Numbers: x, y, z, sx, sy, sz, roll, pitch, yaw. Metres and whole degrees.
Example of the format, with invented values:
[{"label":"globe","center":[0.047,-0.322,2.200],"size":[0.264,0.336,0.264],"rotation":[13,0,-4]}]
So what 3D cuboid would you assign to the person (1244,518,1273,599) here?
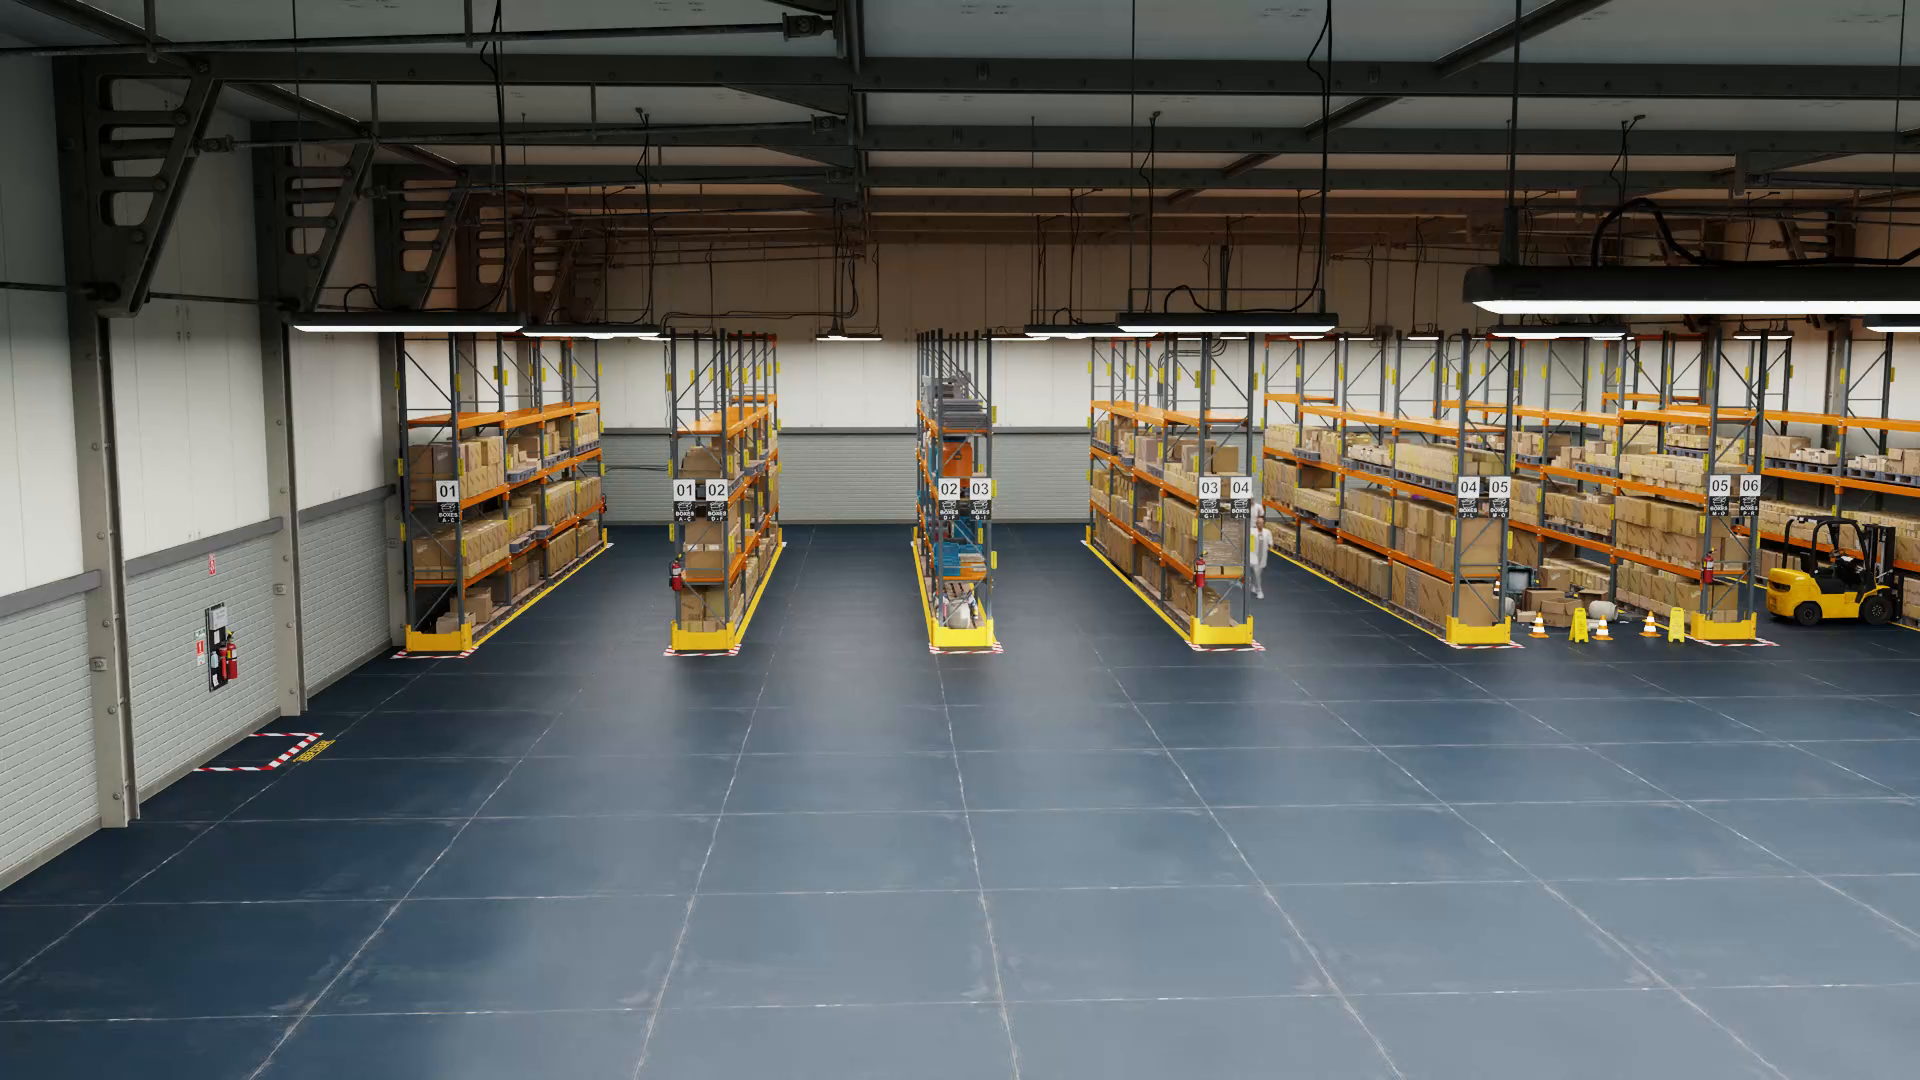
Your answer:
[{"label":"person","center":[6.776,0.385,37.863],"size":[0.650,1.807,1.024],"rotation":[-1,7,-11]}]

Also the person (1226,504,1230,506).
[{"label":"person","center":[7.346,-0.660,47.402],"size":[0.703,1.592,0.521],"rotation":[1,7,9]}]

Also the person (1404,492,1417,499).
[{"label":"person","center":[13.361,-0.961,49.475],"size":[0.566,1.713,0.718],"rotation":[-1,7,-8]}]

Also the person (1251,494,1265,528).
[{"label":"person","center":[7.741,-0.351,44.099],"size":[0.682,1.781,0.915],"rotation":[0,7,2]}]
